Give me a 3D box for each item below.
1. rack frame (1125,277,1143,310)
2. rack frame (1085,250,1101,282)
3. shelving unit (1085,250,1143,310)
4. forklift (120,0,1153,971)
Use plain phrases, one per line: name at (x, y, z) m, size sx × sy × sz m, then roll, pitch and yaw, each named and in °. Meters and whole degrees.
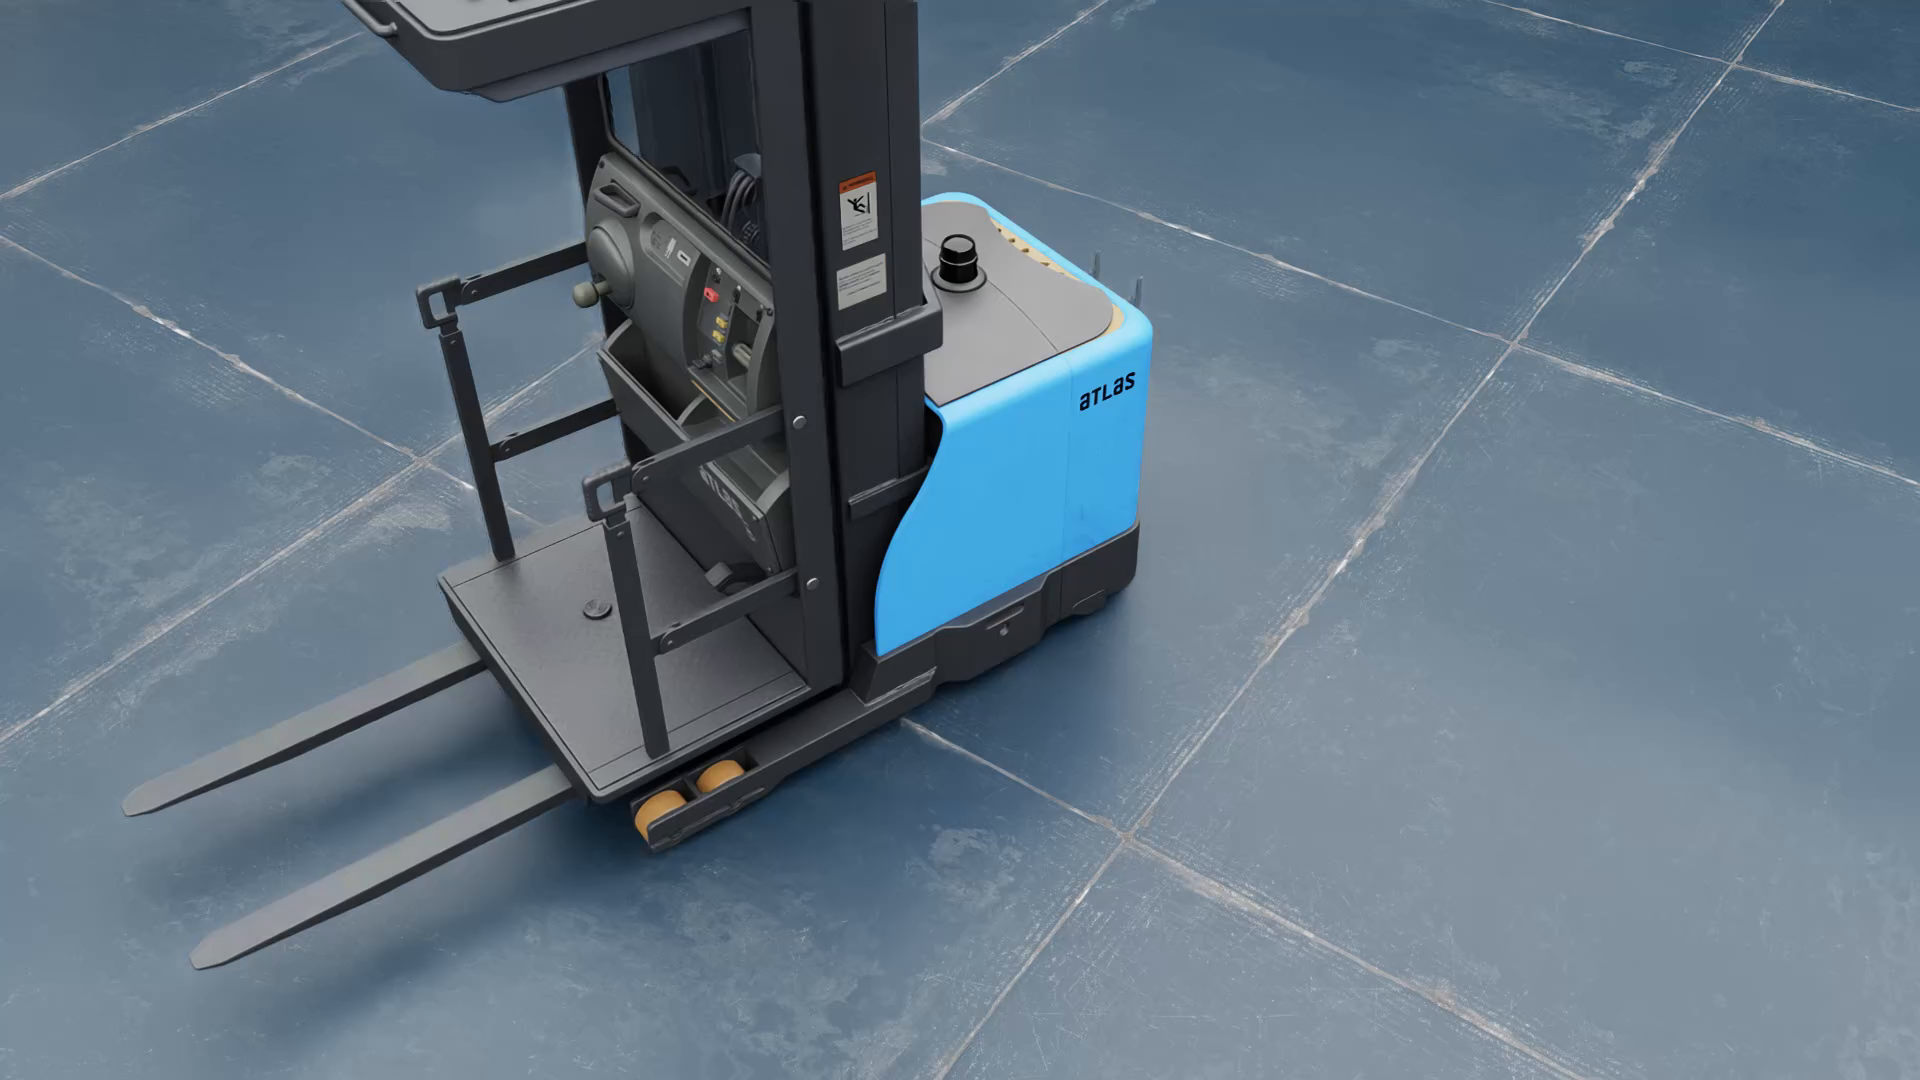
rack frame at (0.490, -0.460, 5.589) m, size 0.240 × 0.900 × 0.006 m, roll -27°, pitch 48°, yaw -27°
rack frame at (0.366, -0.568, 5.710) m, size 0.240 × 0.900 × 0.006 m, roll -27°, pitch 48°, yaw -27°
shelving unit at (0.428, -0.514, 5.650) m, size 0.258 × 0.900 × 0.210 m, roll -27°, pitch 48°, yaw -27°
forklift at (-0.906, -0.614, 4.238) m, size 3.031 × 2.935 × 1.130 m, roll -26°, pitch 48°, yaw -26°
